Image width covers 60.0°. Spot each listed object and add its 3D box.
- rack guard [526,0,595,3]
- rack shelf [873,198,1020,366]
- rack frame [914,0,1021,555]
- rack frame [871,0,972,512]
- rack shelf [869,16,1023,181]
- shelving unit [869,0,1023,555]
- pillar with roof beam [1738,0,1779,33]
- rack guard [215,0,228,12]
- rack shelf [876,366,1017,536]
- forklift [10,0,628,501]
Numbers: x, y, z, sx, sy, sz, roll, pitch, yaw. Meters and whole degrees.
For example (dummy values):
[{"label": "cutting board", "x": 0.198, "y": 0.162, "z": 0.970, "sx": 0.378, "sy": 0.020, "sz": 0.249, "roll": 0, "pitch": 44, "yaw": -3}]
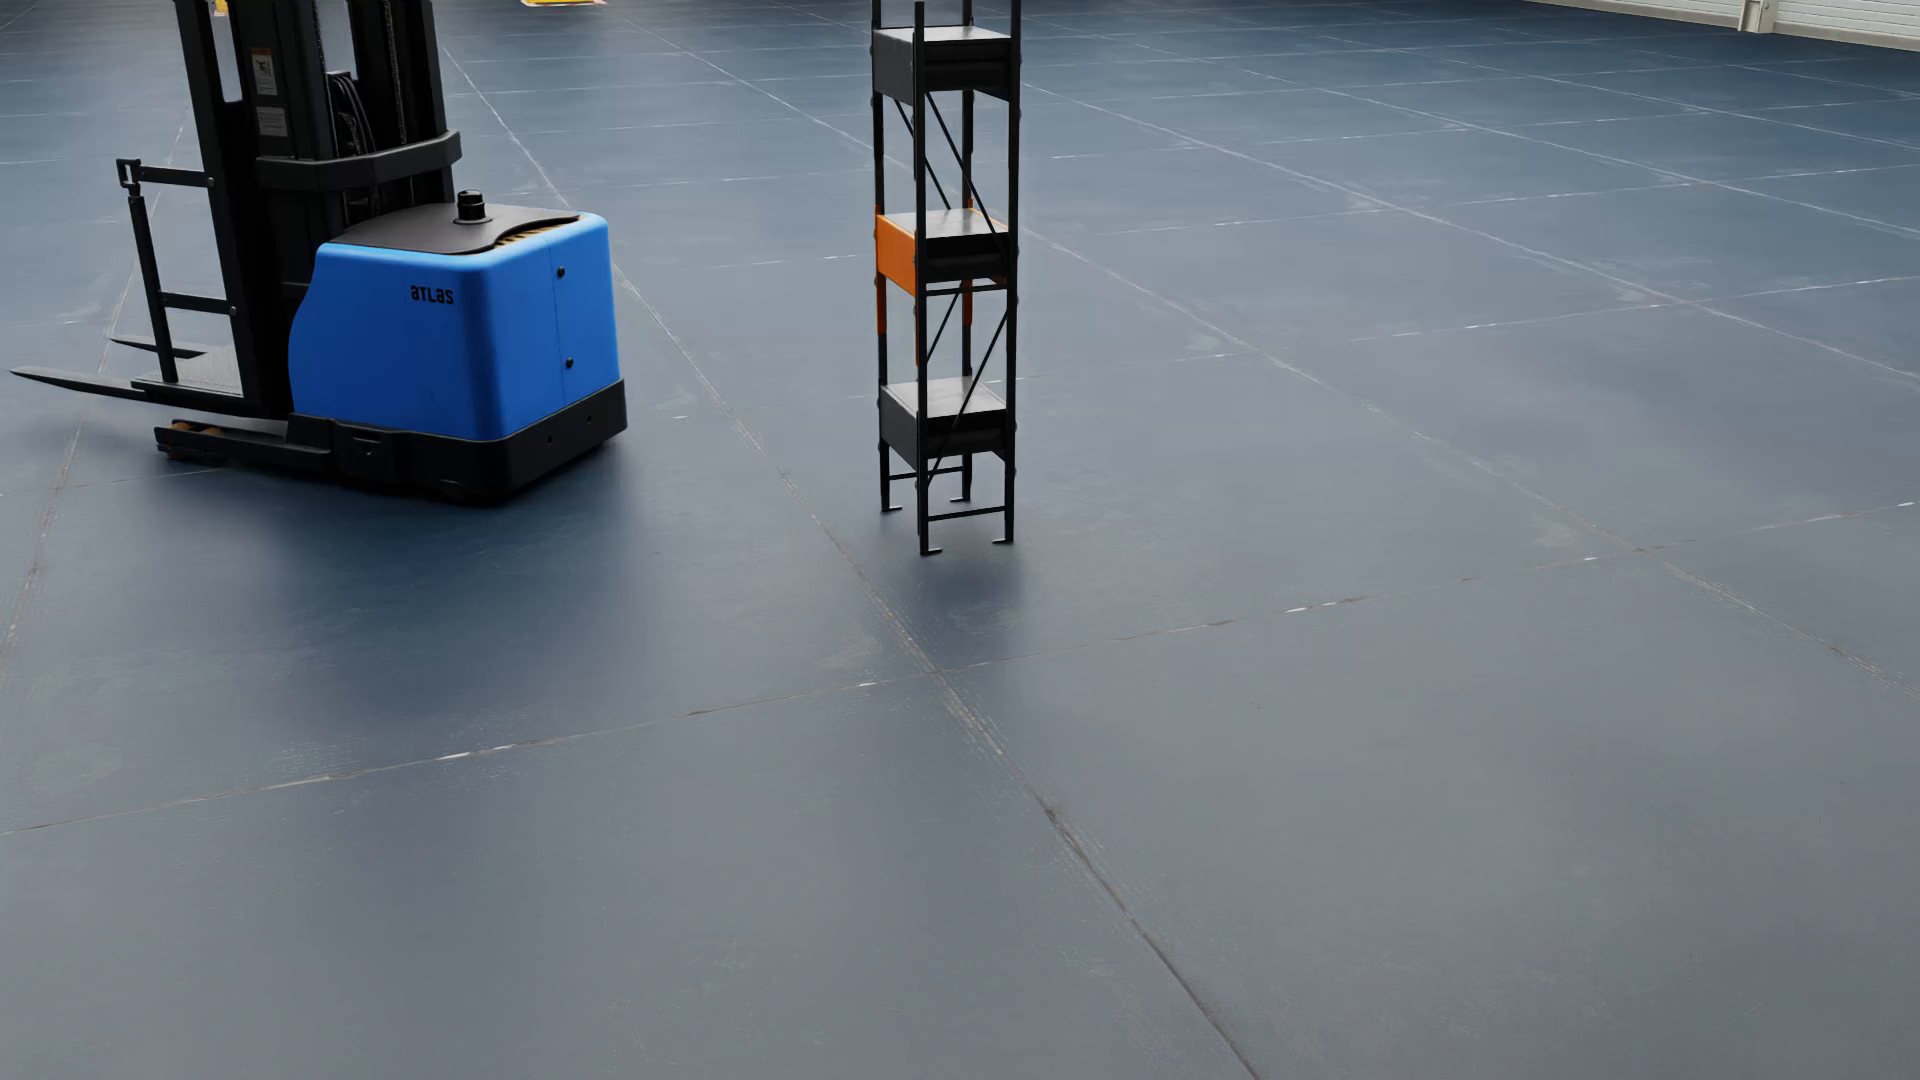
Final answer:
[{"label": "rack guard", "x": -7.022, "y": -9.712, "z": 29.148, "sx": 1.175, "sy": 0.500, "sz": 0.348, "roll": -8, "pitch": 24, "yaw": -19}, {"label": "rack shelf", "x": -0.058, "y": -1.015, "z": 6.490, "sx": 0.431, "sy": 0.518, "sz": 0.480, "roll": -8, "pitch": 24, "yaw": -19}, {"label": "rack frame", "x": 0.028, "y": -0.939, "z": 6.275, "sx": 0.400, "sy": 2.100, "sz": 0.015, "roll": -8, "pitch": 24, "yaw": -19}, {"label": "rack frame", "x": -0.145, "y": -1.116, "z": 6.695, "sx": 0.400, "sy": 2.100, "sz": 0.015, "roll": -8, "pitch": 24, "yaw": -19}, {"label": "rack shelf", "x": -0.058, "y": -1.660, "z": 6.218, "sx": 0.431, "sy": 0.518, "sz": 0.480, "roll": -8, "pitch": 24, "yaw": -19}, {"label": "shelving unit", "x": -0.058, "y": -1.028, "z": 6.485, "sx": 0.431, "sy": 2.100, "sz": 0.503, "roll": -8, "pitch": 24, "yaw": -19}, {"label": "pillar with roof beam", "x": 7.728, "y": -11.068, "z": 21.424, "sx": 9.100, "sy": 9.000, "sz": 0.400, "roll": -8, "pitch": 24, "yaw": -19}, {"label": "rack guard", "x": -11.699, "y": -9.025, "z": 27.520, "sx": 1.175, "sy": 0.500, "sz": 0.348, "roll": -8, "pitch": 24, "yaw": -19}, {"label": "rack shelf", "x": -0.058, "y": -0.370, "z": 6.762, "sx": 0.431, "sy": 0.518, "sz": 0.480, "roll": -8, "pitch": 24, "yaw": -19}, {"label": "forklift", "x": -3.132, "y": -1.870, "z": 7.414, "sx": 3.031, "sy": 2.935, "sz": 1.130, "roll": 9, "pitch": 25, "yaw": 21}]
